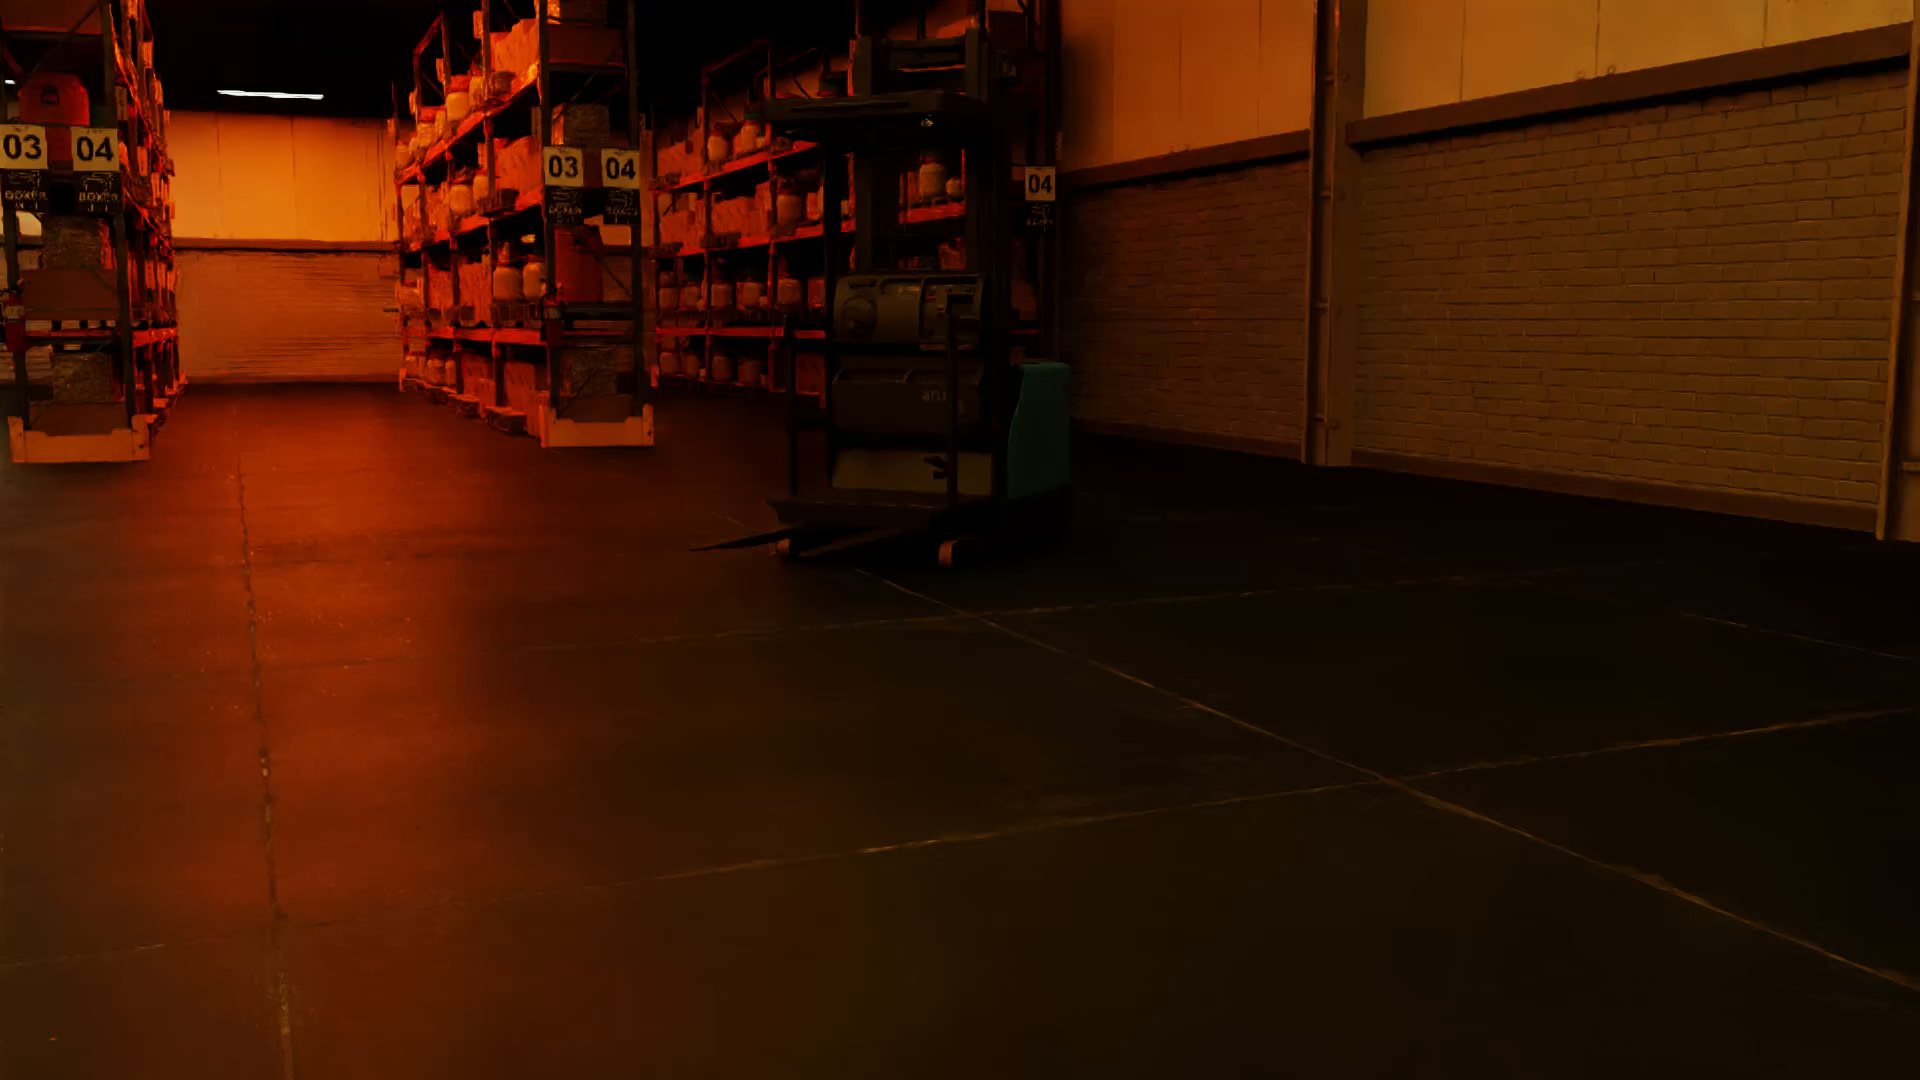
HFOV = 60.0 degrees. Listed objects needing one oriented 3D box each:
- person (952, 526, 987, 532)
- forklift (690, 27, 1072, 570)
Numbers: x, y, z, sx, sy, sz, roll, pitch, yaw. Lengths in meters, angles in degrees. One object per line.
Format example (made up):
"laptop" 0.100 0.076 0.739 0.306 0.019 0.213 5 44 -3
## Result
"person" 0.098 -0.771 10.022 0.528 1.550 0.537 2 8 15
"forklift" -0.380 -1.353 9.204 1.130 2.935 3.031 4 8 25
